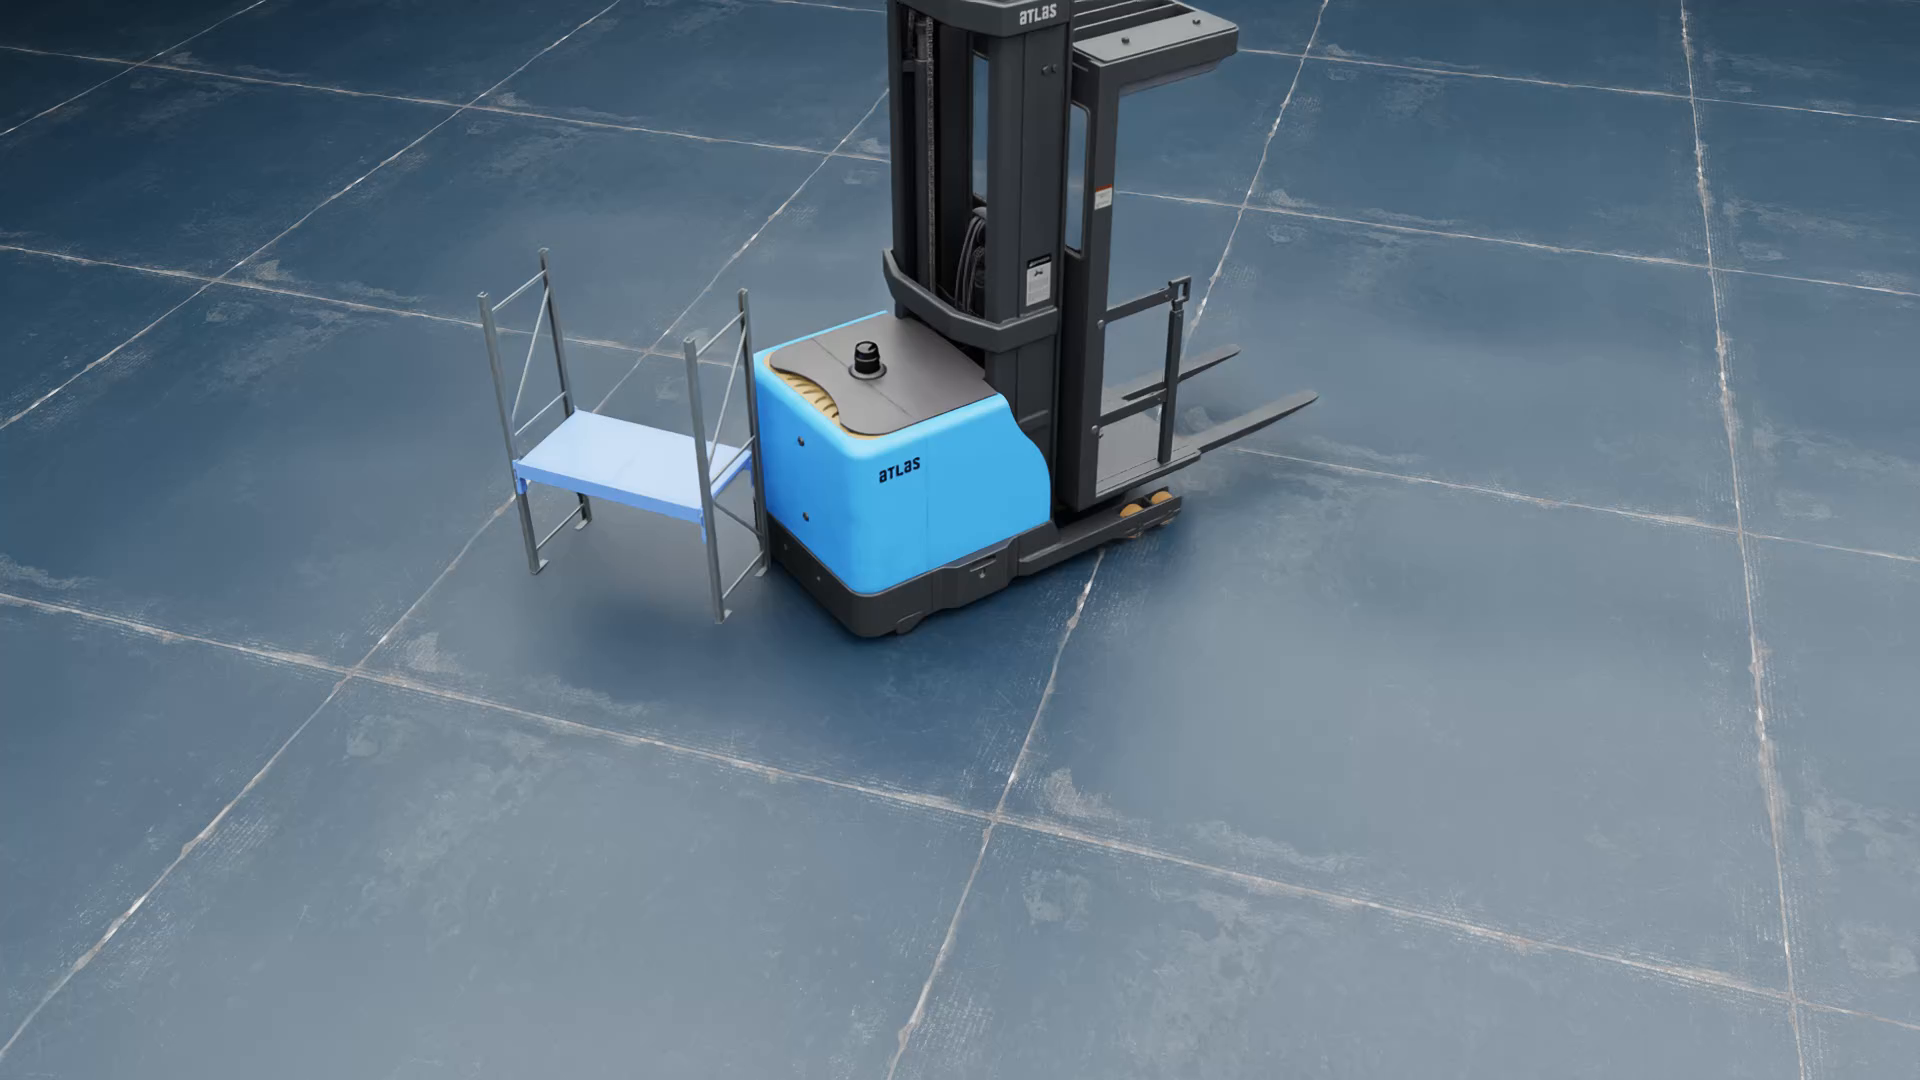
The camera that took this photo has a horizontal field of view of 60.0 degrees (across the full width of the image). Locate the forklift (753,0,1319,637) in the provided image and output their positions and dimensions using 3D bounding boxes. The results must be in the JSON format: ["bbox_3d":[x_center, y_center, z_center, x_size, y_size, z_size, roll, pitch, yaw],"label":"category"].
[{"bbox_3d":[0.501,-1.426,7.714,3.031,2.935,1.130,-23,42,-28],"label":"forklift"}]

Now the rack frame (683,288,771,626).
[{"bbox_3d":[-1.027,-0.346,7.454,0.032,1.500,0.500,14,39,18],"label":"rack frame"}]

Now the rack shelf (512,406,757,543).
[{"bbox_3d":[-1.496,-0.317,7.718,1.000,0.185,0.538,14,39,18],"label":"rack shelf"}]

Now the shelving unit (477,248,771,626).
[{"bbox_3d":[-1.496,-0.462,7.612,1.048,1.500,0.538,14,39,18],"label":"shelving unit"}]

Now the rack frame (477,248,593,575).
[{"bbox_3d":[-1.965,-0.577,7.769,0.032,1.500,0.500,14,39,18],"label":"rack frame"}]
